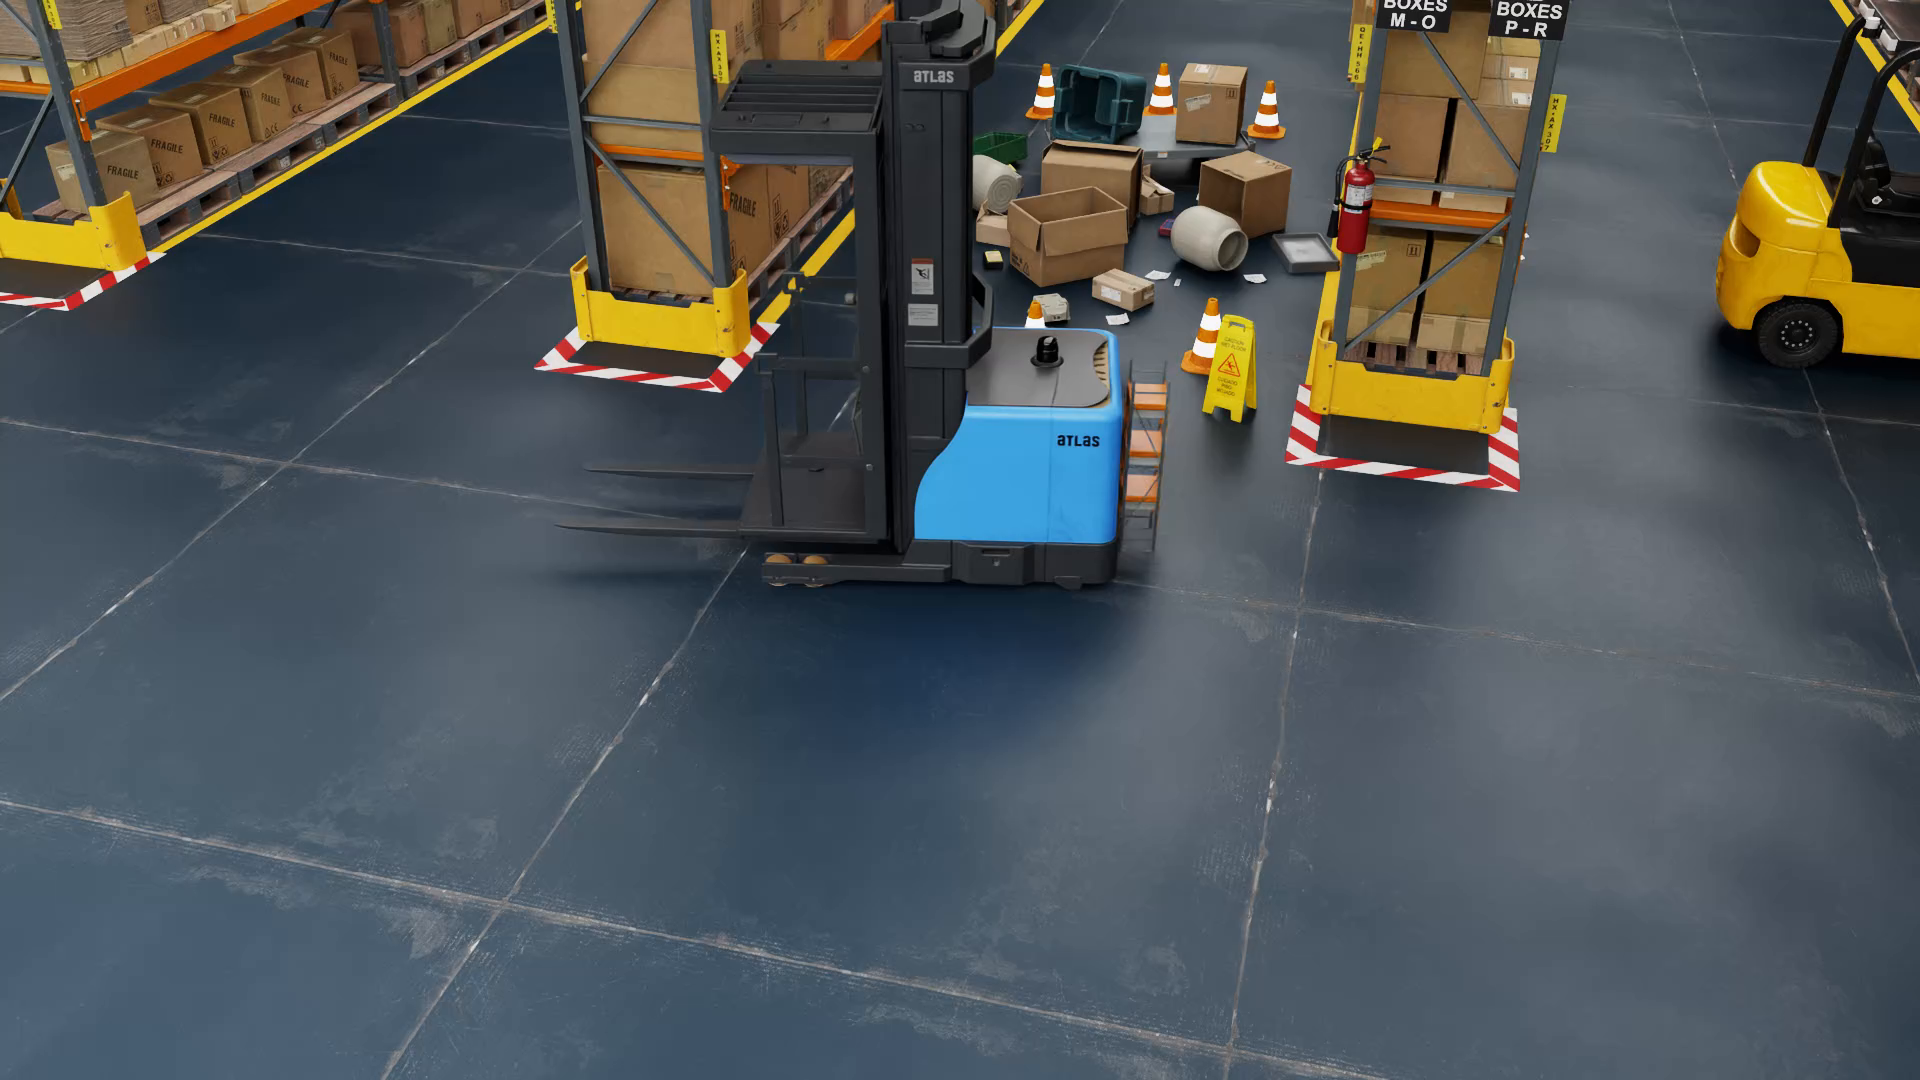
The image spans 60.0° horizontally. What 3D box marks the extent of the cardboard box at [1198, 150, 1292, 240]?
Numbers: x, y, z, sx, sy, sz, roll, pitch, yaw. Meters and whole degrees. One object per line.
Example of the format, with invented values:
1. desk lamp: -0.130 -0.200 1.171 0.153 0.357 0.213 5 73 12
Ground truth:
1. cardboard box: 2.220 -2.695 13.020 0.500 0.500 0.500 -21 38 -29

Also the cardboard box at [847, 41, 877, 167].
1. cardboard box: -1.233 -3.704 13.870 0.875 0.875 0.875 9 33 13

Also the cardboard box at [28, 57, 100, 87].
1. cardboard box: -6.490 -3.402 12.040 0.380 0.149 0.250 8 33 12

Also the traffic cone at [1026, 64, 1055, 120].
1. traffic cone: 0.795 -4.160 15.363 0.336 0.463 0.334 8 33 12

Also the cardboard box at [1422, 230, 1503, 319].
1. cardboard box: 3.271 -1.770 10.711 0.500 0.500 0.500 7 33 11

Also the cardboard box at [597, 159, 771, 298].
1. cardboard box: -1.912 -2.306 11.671 0.875 0.875 0.875 8 33 13

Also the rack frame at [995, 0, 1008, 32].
1. rack frame: 0.010 -6.816 17.176 1.000 3.000 0.127 8 33 12

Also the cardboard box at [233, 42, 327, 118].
1. cardboard box: -6.056 -4.090 14.827 0.500 0.500 0.500 19 37 27

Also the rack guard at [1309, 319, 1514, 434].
1. rack guard: 2.812 -1.028 10.401 1.175 0.500 0.348 8 33 12

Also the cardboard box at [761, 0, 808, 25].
1. cardboard box: -1.565 -3.941 11.507 0.875 0.550 0.550 8 33 12

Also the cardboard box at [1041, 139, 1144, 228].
1. cardboard box: 1.019 -2.790 13.043 0.797 0.637 0.503 8 33 12

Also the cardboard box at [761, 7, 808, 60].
1. cardboard box: -1.588 -3.489 11.802 0.875 0.550 0.550 8 33 12

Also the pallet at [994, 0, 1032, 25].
1. pallet: 0.209 -6.045 18.562 1.003 0.211 1.213 8 33 12

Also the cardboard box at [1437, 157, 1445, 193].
1. cardboard box: 3.130 -2.219 10.178 0.380 0.149 0.250 9 33 13

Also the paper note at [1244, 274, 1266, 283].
1. paper note: 2.180 -1.936 12.267 0.142 0.019 0.148 -3 33 -4

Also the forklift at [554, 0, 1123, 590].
1. forklift: -0.661 -1.267 8.511 3.031 2.935 1.130 2 32 3

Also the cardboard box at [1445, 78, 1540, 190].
1. cardboard box: 3.182 -2.419 9.889 0.500 0.500 0.500 8 33 12

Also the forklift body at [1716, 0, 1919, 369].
1. forklift body: 6.312 -2.244 10.775 2.313 2.155 1.214 8 33 12

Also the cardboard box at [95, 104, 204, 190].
1. cardboard box: -6.499 -3.152 13.350 0.500 0.500 0.500 17 36 25

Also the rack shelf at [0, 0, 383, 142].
1. rack shelf: -6.285 -4.127 13.616 1.077 0.370 4.000 8 33 12

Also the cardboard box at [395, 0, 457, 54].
1. cardboard box: -5.462 -5.160 16.490 0.700 0.500 0.500 8 33 12

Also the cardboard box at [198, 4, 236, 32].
1. cardboard box: -6.015 -4.167 13.243 0.380 0.149 0.250 8 33 12

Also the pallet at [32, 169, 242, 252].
1. pallet: -6.533 -2.672 13.256 1.003 0.211 1.213 8 33 12

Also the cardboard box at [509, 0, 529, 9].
1. cardboard box: -5.041 -6.035 17.867 0.700 0.500 0.500 5 33 8

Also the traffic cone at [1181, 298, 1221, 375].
1. traffic cone: 1.654 -1.372 10.976 0.336 0.463 0.334 8 33 12

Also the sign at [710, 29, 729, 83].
1. sign: -1.485 -2.985 10.269 0.100 0.325 0.005 8 33 12

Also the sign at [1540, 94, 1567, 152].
1. sign: 3.318 -2.335 9.320 0.100 0.325 0.005 8 33 12

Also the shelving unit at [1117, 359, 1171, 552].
1. shelving unit: 0.984 -0.446 8.969 0.215 1.050 0.252 2 32 1

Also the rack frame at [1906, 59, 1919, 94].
1. rack frame: 9.625 -5.521 15.139 1.000 3.000 0.127 8 33 12

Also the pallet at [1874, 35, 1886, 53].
1. pallet: 10.163 -5.358 17.481 1.003 0.211 1.213 8 33 12

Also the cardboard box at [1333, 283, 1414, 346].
1. cardboard box: 2.744 -1.529 11.030 0.500 0.250 0.500 8 33 12

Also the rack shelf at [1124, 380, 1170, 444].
1. rack shelf: 0.989 -0.676 8.822 0.215 0.259 0.240 2 32 1

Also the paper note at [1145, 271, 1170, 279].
1. paper note: 1.468 -1.968 12.327 0.148 0.019 0.142 20 38 29

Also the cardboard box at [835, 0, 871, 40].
1. cardboard box: -1.205 -4.322 13.113 0.875 0.550 0.550 8 33 12

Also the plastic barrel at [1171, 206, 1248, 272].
1. plastic barrel: 1.853 -2.234 12.370 0.421 0.421 0.512 -21 38 -29

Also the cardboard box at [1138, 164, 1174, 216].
1. cardboard box: 1.525 -2.835 13.462 0.258 0.266 0.396 -14 35 -21

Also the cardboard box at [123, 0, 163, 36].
1. cardboard box: -6.616 -4.118 12.561 0.875 0.500 0.500 8 33 12

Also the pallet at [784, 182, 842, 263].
1. pallet: -1.582 -2.545 13.056 1.003 0.211 1.213 8 33 12

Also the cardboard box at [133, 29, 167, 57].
1. cardboard box: -6.286 -3.789 12.649 0.380 0.149 0.250 8 33 12

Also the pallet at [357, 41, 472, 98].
1. pallet: -5.581 -4.696 16.440 1.003 0.211 1.213 8 33 12

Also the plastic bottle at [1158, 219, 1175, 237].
1. plastic bottle: 1.667 -2.465 13.070 0.133 0.061 0.283 14 35 21

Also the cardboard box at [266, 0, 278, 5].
1. cardboard box: -5.913 -4.569 13.875 0.380 0.149 0.250 8 33 12

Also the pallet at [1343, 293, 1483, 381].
1. pallet: 3.053 -1.323 11.134 1.003 0.211 1.213 8 33 12

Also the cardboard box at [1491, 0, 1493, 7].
1. cardboard box: 3.685 -3.485 11.565 0.500 0.500 0.500 9 34 14

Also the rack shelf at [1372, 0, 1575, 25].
1. rack shelf: 3.301 -4.044 10.689 1.077 0.370 4.000 8 33 12

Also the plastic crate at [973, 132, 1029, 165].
1. plastic crate: 0.218 -3.310 14.228 0.662 0.188 0.450 -28 32 -37
